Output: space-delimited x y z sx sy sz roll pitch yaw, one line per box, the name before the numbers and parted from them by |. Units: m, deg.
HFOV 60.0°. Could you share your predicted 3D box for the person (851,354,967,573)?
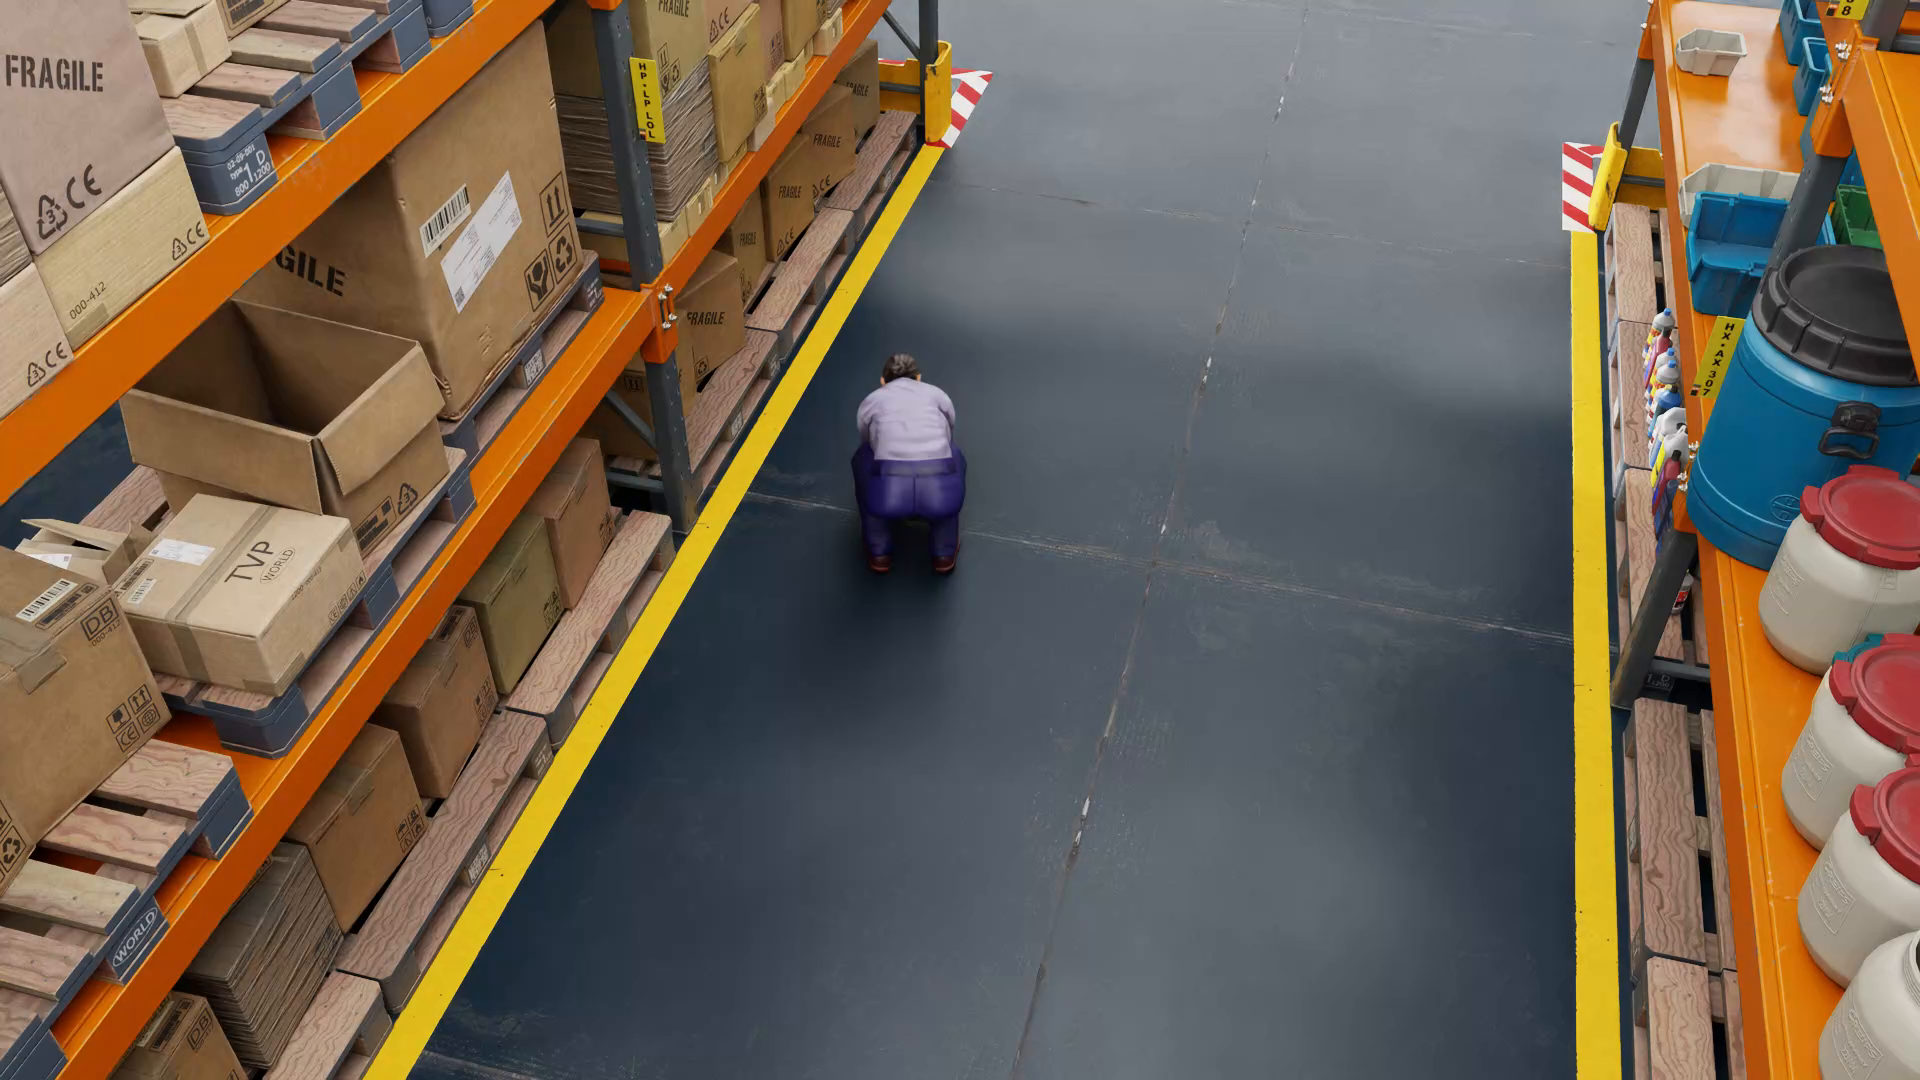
person | -0.222 -0.312 7.241 0.509 0.736 0.910 -2 41 -2
